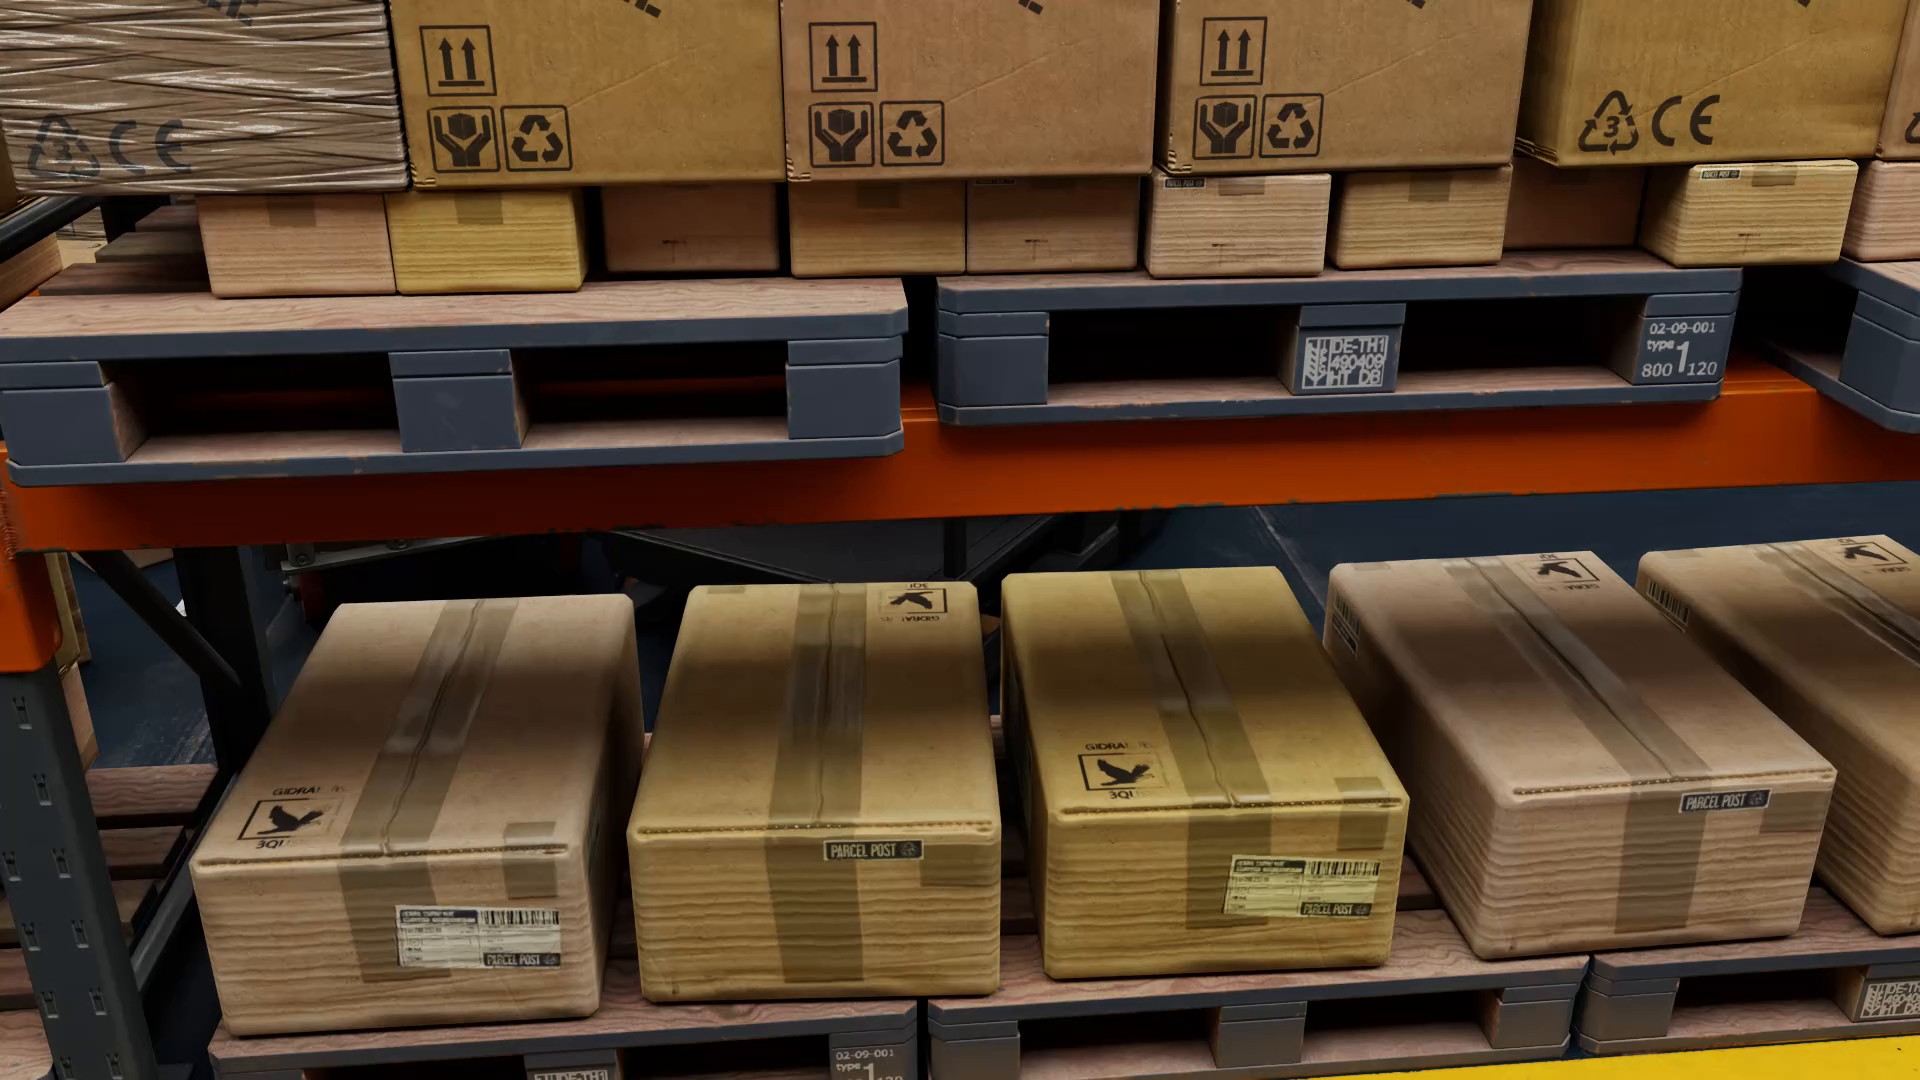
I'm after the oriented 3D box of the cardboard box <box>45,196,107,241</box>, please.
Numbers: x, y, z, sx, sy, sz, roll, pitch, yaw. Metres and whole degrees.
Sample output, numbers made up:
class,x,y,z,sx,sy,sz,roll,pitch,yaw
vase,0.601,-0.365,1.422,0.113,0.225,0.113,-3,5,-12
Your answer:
class,x,y,z,sx,sy,sz,roll,pitch,yaw
cardboard box,-3.612,-1.690,7.459,0.875,0.875,0.875,-2,24,-5

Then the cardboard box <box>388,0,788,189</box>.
class,x,y,z,sx,sy,sz,roll,pitch,yaw
cardboard box,-0.503,-0.804,2.359,0.500,0.500,0.500,-2,24,-5

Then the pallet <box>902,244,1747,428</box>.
class,x,y,z,sx,sy,sz,roll,pitch,yaw
pallet,0.519,-0.484,2.881,1.213,0.211,1.003,-2,24,-5

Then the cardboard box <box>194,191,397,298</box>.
class,x,y,z,sx,sy,sz,roll,pitch,yaw
cardboard box,-0.915,-0.479,2.426,0.250,0.149,0.380,-2,24,-4

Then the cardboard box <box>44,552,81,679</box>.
class,x,y,z,sx,sy,sz,roll,pitch,yaw
cardboard box,-2.110,0.129,3.211,0.500,0.500,0.500,-1,24,-3

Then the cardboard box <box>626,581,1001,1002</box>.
class,x,y,z,sx,sy,sz,roll,pitch,yaw
cardboard box,-0.259,0.450,3.263,0.625,0.372,0.950,-1,24,-2

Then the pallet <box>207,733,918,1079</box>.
class,x,y,z,sx,sy,sz,roll,pitch,yaw
pallet,-0.721,0.735,3.335,1.213,0.211,1.003,-2,24,-5

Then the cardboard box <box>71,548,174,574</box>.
class,x,y,z,sx,sy,sz,roll,pitch,yaw
cardboard box,-2.518,-0.093,5.132,0.258,0.266,0.396,22,32,40

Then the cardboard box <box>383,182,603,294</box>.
class,x,y,z,sx,sy,sz,roll,pitch,yaw
cardboard box,-0.665,-0.485,2.440,0.250,0.149,0.380,-2,24,-4

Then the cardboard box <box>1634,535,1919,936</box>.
class,x,y,z,sx,sy,sz,roll,pitch,yaw
cardboard box,1.921,0.361,3.464,0.625,0.372,0.950,-4,24,-9

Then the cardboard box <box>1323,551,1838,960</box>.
class,x,y,z,sx,sy,sz,roll,pitch,yaw
cardboard box,1.188,0.393,3.390,0.625,0.372,0.950,-3,24,-6

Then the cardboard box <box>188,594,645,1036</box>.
class,x,y,z,sx,sy,sz,roll,pitch,yaw
cardboard box,-0.974,0.480,3.196,0.625,0.372,0.950,-2,24,-4

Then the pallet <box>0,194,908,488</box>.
class,x,y,z,sx,sy,sz,roll,pitch,yaw
pallet,-0.721,-0.391,2.673,1.213,0.211,1.003,-2,24,-5

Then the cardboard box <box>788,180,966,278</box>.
class,x,y,z,sx,sy,sz,roll,pitch,yaw
cardboard box,-0.131,-0.521,2.520,0.250,0.149,0.380,-2,24,-4

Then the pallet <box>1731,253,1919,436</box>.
class,x,y,z,sx,sy,sz,roll,pitch,yaw
pallet,1.786,-0.508,2.935,1.003,0.211,1.213,-2,24,-5

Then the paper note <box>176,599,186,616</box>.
class,x,y,z,sx,sy,sz,roll,pitch,yaw
paper note,-2.191,0.181,4.805,0.142,0.019,0.148,-2,24,-5

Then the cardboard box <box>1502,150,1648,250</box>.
class,x,y,z,sx,sy,sz,roll,pitch,yaw
cardboard box,0.889,-0.585,2.665,0.250,0.149,0.380,-2,24,-5

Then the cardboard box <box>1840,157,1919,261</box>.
class,x,y,z,sx,sy,sz,roll,pitch,yaw
cardboard box,1.424,-0.561,2.611,0.250,0.149,0.380,-3,24,-8

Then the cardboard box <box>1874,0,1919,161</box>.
class,x,y,z,sx,sy,sz,roll,pitch,yaw
cardboard box,1.546,-0.885,2.541,0.500,0.500,0.500,-3,24,-6

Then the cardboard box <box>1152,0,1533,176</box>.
class,x,y,z,sx,sy,sz,roll,pitch,yaw
cardboard box,0.501,-0.843,2.446,0.500,0.500,0.500,-3,24,-7

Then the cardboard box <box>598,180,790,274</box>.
class,x,y,z,sx,sy,sz,roll,pitch,yaw
cardboard box,-0.391,-0.527,2.535,0.250,0.149,0.380,-1,24,-2

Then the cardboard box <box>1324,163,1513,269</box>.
class,x,y,z,sx,sy,sz,roll,pitch,yaw
cardboard box,0.647,-0.542,2.568,0.250,0.149,0.380,-3,24,-7

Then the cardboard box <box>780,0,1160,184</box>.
class,x,y,z,sx,sy,sz,roll,pitch,yaw
cardboard box,-0.009,-0.818,2.391,0.500,0.500,0.500,-2,24,-5

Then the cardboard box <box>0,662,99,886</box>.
class,x,y,z,sx,sy,sz,roll,pitch,yaw
cardboard box,-2.110,0.472,3.363,0.500,0.250,0.500,-3,24,-8

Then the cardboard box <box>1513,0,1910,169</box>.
class,x,y,z,sx,sy,sz,roll,pitch,yaw
cardboard box,1.044,-0.864,2.495,0.500,0.500,0.500,-4,24,-9

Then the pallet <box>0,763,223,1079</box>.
class,x,y,z,sx,sy,sz,roll,pitch,yaw
pallet,-2.161,0.808,3.172,1.213,0.211,1.003,-2,24,-5

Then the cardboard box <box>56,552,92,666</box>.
class,x,y,z,sx,sy,sz,roll,pitch,yaw
cardboard box,-2.696,0.127,4.346,0.500,0.500,0.500,16,28,31

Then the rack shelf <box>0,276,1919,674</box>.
class,x,y,z,sx,sy,sz,roll,pitch,yaw
rack shelf,0.494,-0.258,3.023,4.000,0.370,1.077,-2,24,-5

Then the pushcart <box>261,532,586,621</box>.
class,x,y,z,sx,sy,sz,roll,pitch,yaw
pushcart,-1.770,-0.228,5.299,0.936,0.377,1.648,-11,26,-23

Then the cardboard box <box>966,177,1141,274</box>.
class,x,y,z,sx,sy,sz,roll,pitch,yaw
cardboard box,0.115,-0.530,2.541,0.250,0.149,0.380,-2,24,-5

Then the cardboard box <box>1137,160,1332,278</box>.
class,x,y,z,sx,sy,sz,roll,pitch,yaw
cardboard box,0.385,-0.519,2.518,0.250,0.149,0.380,-1,24,-3

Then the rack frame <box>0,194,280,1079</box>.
class,x,y,z,sx,sy,sz,roll,pitch,yaw
rack frame,-1.496,-0.507,2.698,0.127,3.000,1.000,-2,24,-5

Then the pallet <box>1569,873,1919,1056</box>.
class,x,y,z,sx,sy,sz,roll,pitch,yaw
pallet,1.707,0.638,3.555,1.213,0.211,1.003,-2,24,-5

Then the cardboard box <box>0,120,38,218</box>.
class,x,y,z,sx,sy,sz,roll,pitch,yaw
cardboard box,-1.961,-0.784,2.831,0.500,0.500,0.500,-2,24,-5

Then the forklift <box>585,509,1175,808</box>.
class,x,y,z,sx,sy,sz,roll,pitch,yaw
forklift,-0.313,-1.117,4.156,1.130,2.935,3.031,13,27,27

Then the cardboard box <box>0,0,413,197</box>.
class,x,y,z,sx,sy,sz,roll,pitch,yaw
cardboard box,-1.001,-0.783,2.313,0.500,0.500,0.500,-2,24,-4

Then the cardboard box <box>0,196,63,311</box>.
class,x,y,z,sx,sy,sz,roll,pitch,yaw
cardboard box,-1.841,-0.509,3.012,0.250,0.149,0.380,-2,24,-5

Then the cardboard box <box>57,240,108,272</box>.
class,x,y,z,sx,sy,sz,roll,pitch,yaw
cardboard box,-3.527,-0.886,6.625,0.500,0.500,0.500,2,24,4

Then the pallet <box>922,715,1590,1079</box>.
class,x,y,z,sx,sy,sz,roll,pitch,yaw
pallet,0.496,0.685,3.448,1.213,0.211,1.003,-2,24,-5

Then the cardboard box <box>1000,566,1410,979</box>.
class,x,y,z,sx,sy,sz,roll,pitch,yaw
cardboard box,0.433,0.421,3.327,0.625,0.372,0.950,-2,24,-3

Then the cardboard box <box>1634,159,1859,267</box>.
class,x,y,z,sx,sy,sz,roll,pitch,yaw
cardboard box,1.152,-0.544,2.573,0.250,0.149,0.380,-2,24,-4

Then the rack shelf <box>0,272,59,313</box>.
class,x,y,z,sx,sy,sz,roll,pitch,yaw
rack shelf,-3.486,-0.099,2.664,4.000,0.370,1.077,-2,24,-5
